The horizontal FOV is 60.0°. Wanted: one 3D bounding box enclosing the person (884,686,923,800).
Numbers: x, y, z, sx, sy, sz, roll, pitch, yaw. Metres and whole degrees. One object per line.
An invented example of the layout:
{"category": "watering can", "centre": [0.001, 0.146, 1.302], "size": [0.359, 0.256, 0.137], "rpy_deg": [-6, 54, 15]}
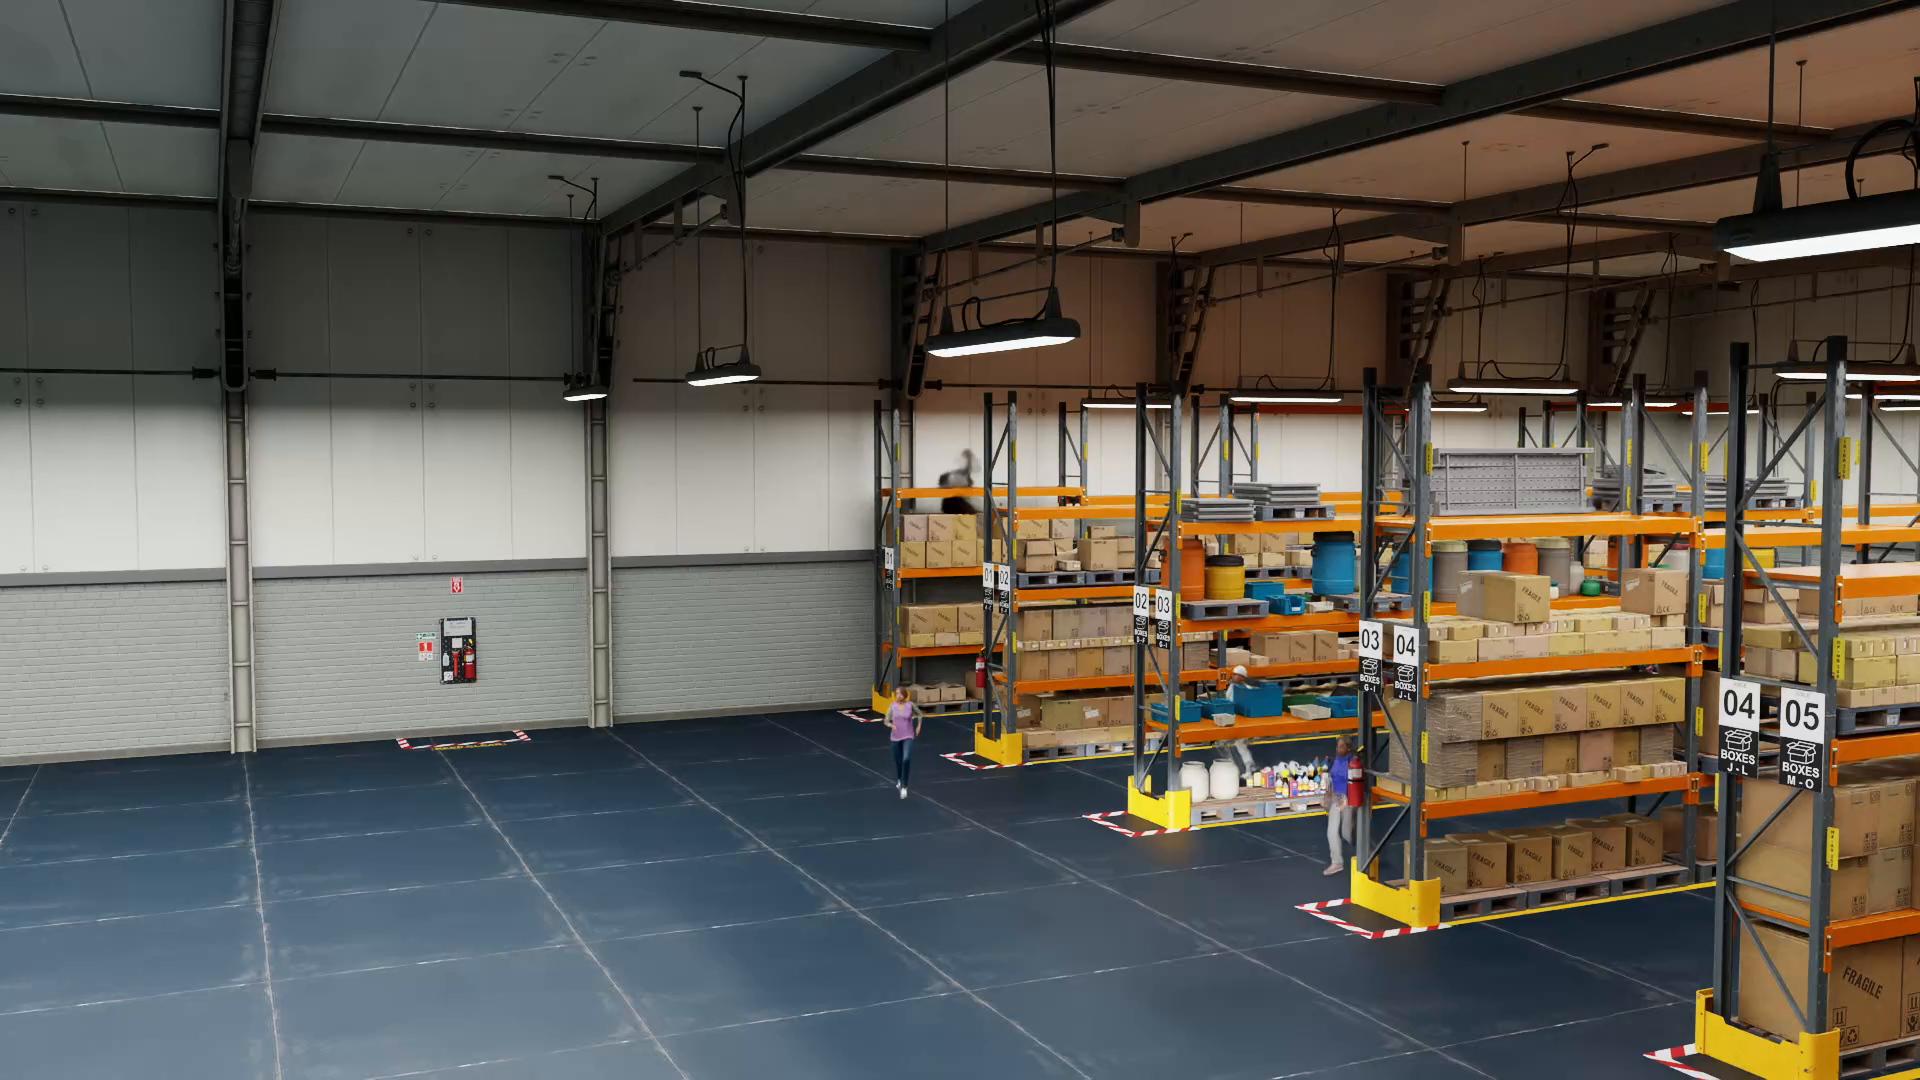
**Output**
{"category": "person", "centre": [-0.842, 2.954, 24.442], "size": [0.541, 1.625, 0.732], "rpy_deg": [0, 3, 7]}

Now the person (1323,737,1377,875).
{"category": "person", "centre": [4.686, 3.184, 20.067], "size": [0.776, 1.647, 0.595], "rpy_deg": [-2, 4, -31]}

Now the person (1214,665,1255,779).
{"category": "person", "centre": [4.186, 2.800, 25.310], "size": [0.704, 1.786, 0.655], "rpy_deg": [-2, 4, -28]}
